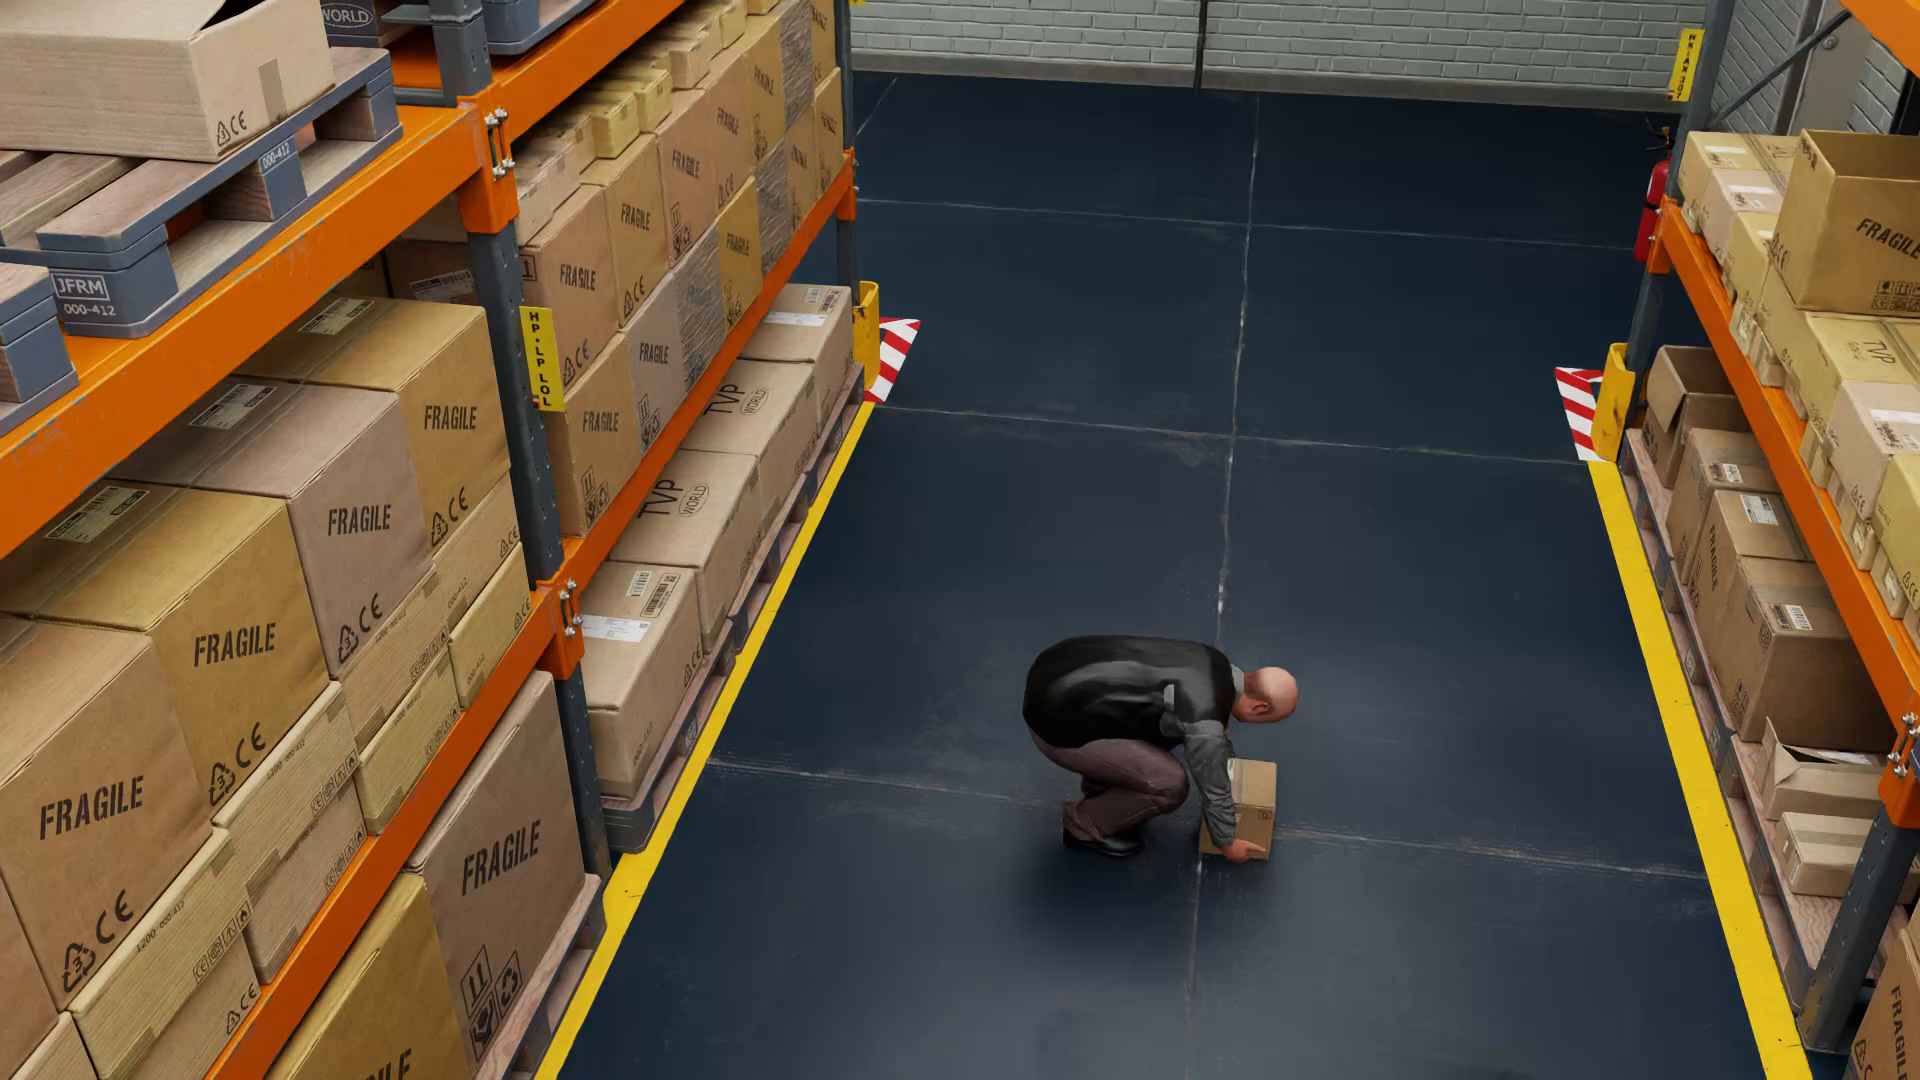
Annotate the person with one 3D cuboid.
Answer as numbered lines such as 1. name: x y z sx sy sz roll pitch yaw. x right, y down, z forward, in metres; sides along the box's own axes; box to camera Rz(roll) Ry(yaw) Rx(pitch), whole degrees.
1. person: 0.698 0.717 5.905 0.947 0.815 0.502 4 32 7
